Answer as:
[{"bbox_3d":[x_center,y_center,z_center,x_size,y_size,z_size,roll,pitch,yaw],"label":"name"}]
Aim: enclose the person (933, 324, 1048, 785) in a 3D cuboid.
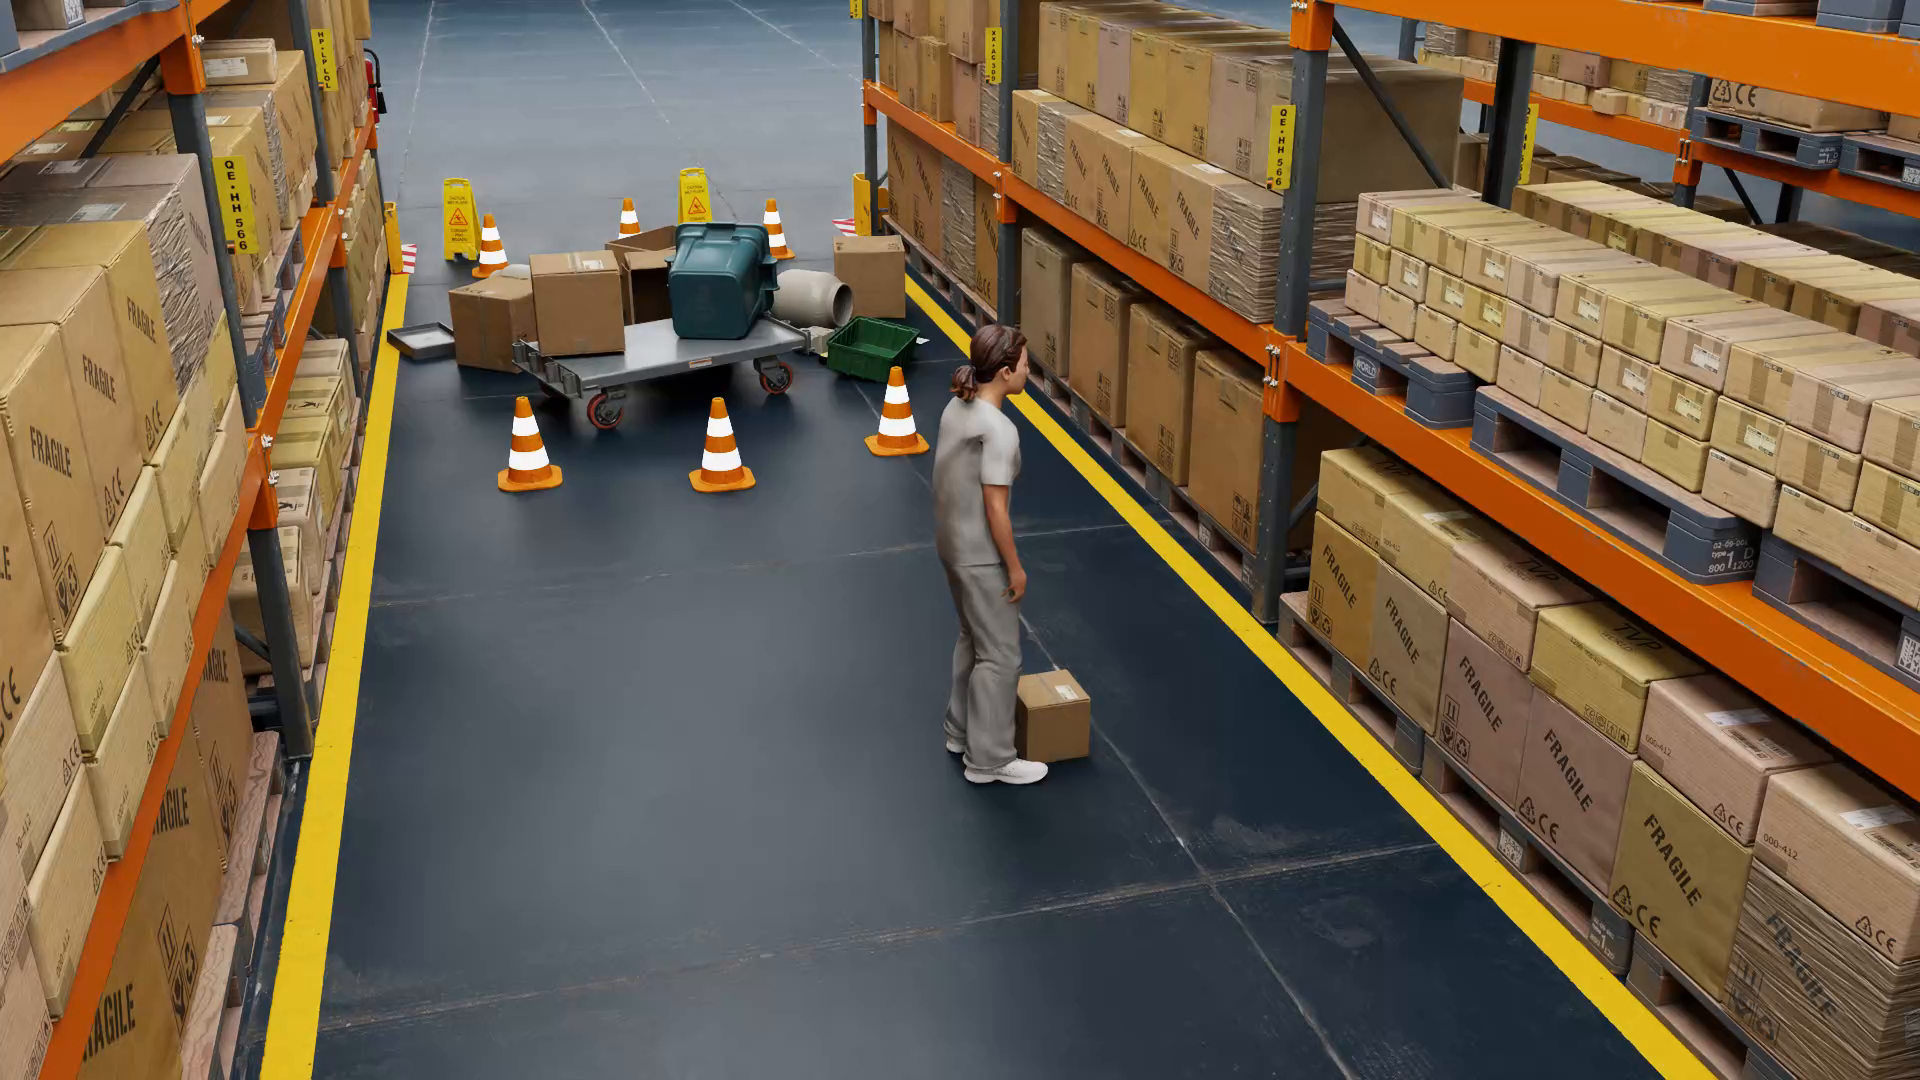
[{"bbox_3d":[0.097,0.049,5.984,0.356,1.672,0.514,-8,24,-17],"label":"person"}]
